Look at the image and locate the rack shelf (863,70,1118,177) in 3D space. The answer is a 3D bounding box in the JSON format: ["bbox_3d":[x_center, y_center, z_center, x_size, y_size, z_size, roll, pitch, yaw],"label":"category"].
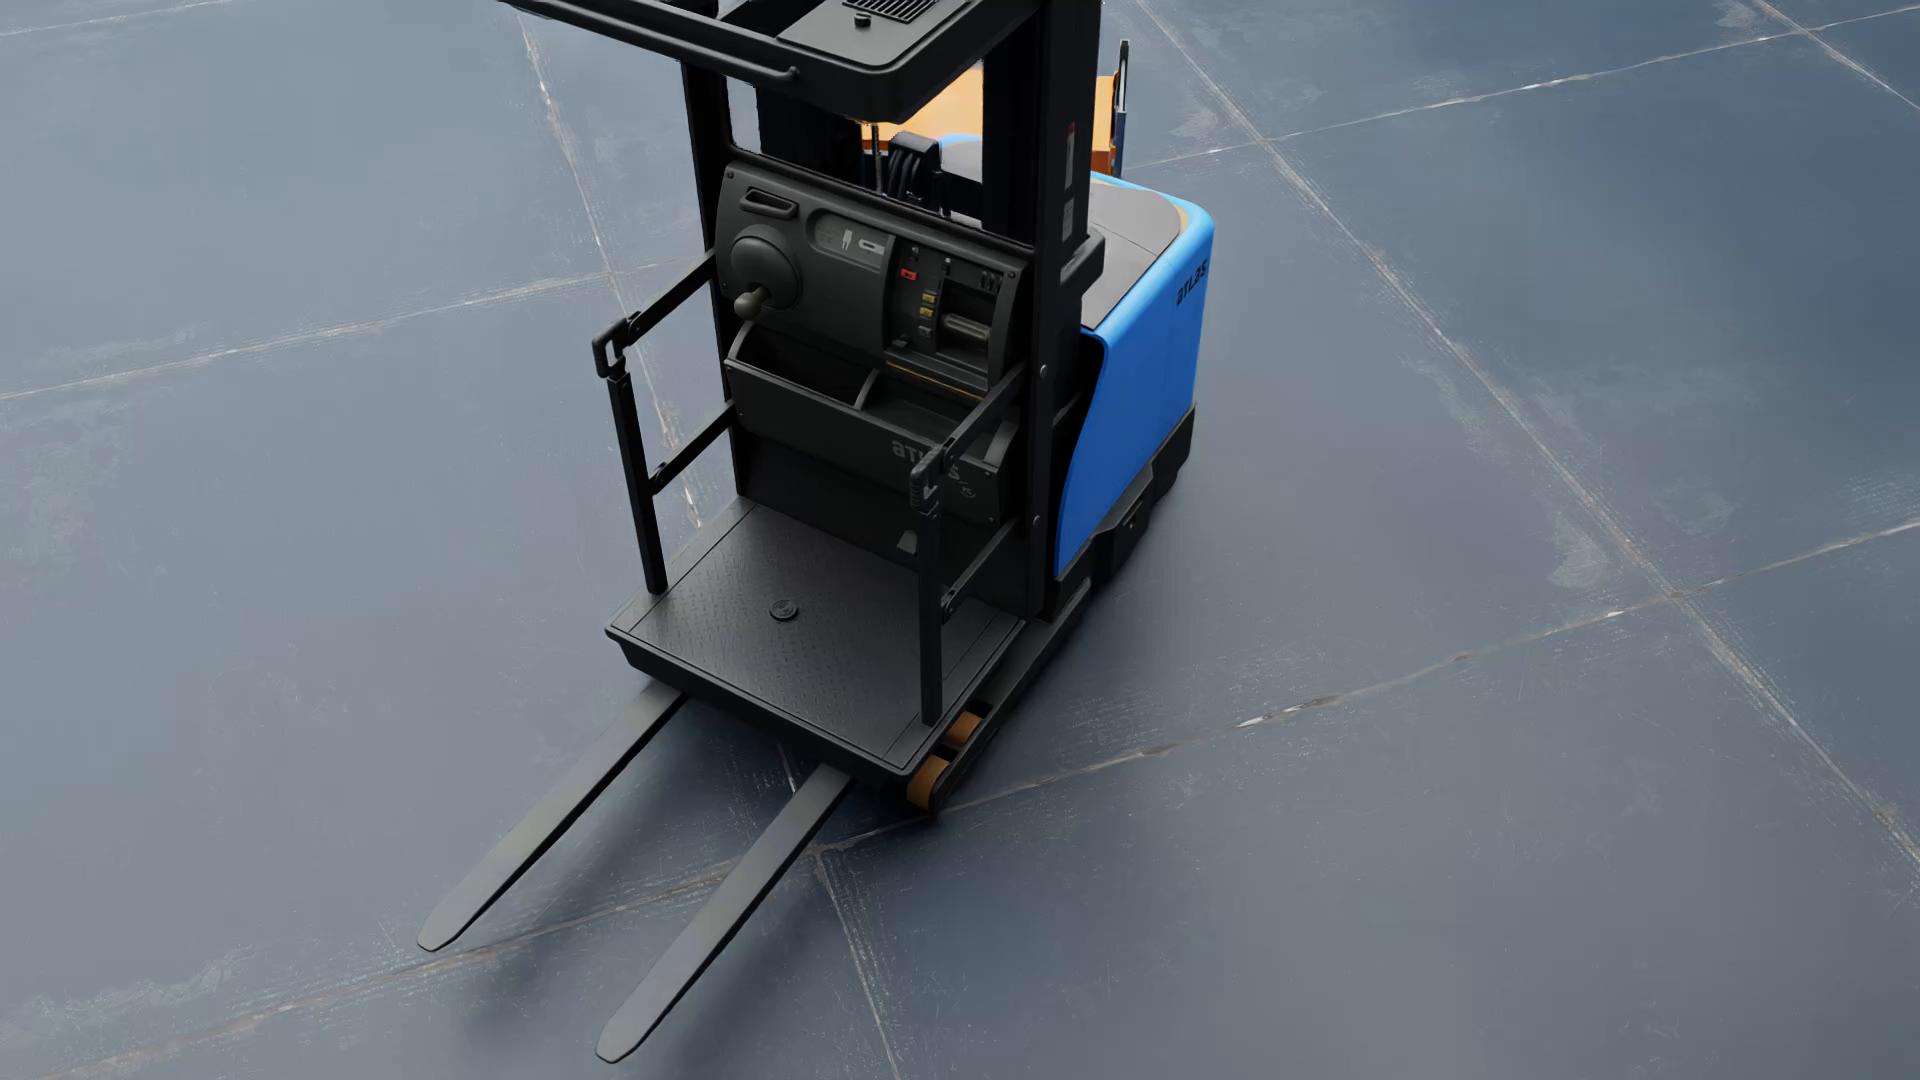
[{"bbox_3d":[0.061,-1.459,5.996,1.000,0.278,0.538,4,45,4],"label":"rack shelf"}]

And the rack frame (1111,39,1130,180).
[{"bbox_3d":[0.567,-1.218,6.170,0.032,1.125,0.500,4,45,4],"label":"rack frame"}]

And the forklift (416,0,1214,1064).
[{"bbox_3d":[-0.367,-0.613,4.291,1.130,2.935,3.031,23,50,21],"label":"forklift"}]

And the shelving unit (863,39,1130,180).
[{"bbox_3d":[0.061,-1.252,6.204,1.048,1.125,0.538,4,45,4],"label":"shelving unit"}]
